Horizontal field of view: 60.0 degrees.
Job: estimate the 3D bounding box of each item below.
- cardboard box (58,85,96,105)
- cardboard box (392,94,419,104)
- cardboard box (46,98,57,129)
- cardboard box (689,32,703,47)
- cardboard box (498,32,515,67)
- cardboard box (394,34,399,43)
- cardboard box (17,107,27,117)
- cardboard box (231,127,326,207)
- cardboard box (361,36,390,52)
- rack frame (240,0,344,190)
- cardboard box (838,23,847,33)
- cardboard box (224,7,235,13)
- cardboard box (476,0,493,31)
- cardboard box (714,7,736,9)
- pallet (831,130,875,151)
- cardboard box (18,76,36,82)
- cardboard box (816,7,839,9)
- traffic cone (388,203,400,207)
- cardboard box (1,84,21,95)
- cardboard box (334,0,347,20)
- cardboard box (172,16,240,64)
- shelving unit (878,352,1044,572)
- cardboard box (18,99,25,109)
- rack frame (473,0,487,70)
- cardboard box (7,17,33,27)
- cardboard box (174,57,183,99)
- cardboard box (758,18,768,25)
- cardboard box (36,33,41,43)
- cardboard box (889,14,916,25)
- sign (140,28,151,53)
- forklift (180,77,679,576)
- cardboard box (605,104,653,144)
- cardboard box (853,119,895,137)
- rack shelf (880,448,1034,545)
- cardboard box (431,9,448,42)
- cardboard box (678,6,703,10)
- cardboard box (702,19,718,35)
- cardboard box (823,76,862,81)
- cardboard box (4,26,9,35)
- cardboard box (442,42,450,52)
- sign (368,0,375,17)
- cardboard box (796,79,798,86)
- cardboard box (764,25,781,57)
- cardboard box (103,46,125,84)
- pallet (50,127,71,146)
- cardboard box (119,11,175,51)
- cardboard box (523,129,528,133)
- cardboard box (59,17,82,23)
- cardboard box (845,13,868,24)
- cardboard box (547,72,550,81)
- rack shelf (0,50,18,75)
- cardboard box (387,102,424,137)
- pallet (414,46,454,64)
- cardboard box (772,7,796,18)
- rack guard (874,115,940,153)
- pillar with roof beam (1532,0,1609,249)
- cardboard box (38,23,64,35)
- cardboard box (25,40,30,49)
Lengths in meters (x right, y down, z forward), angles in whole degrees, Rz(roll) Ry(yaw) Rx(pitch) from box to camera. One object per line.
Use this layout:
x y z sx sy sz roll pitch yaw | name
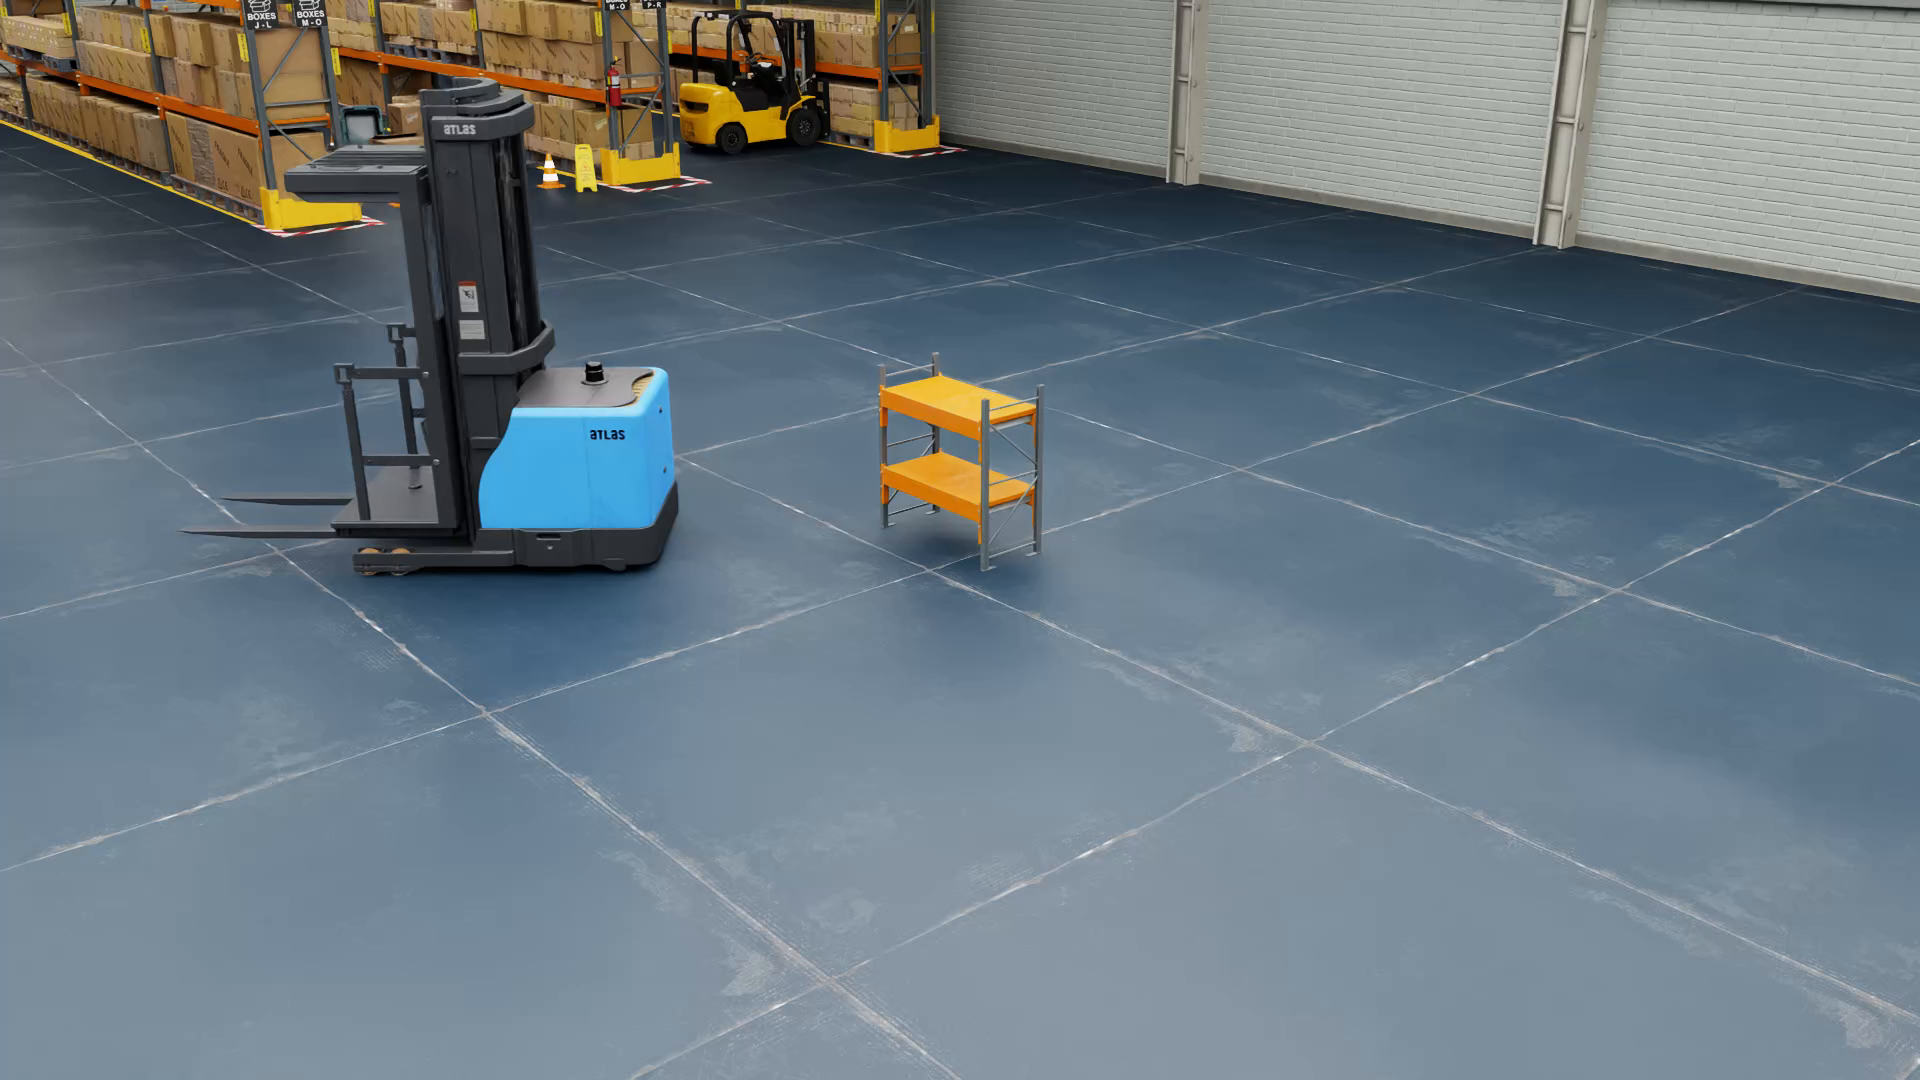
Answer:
-14.532 -7.340 27.434 0.500 0.250 0.500 -17 27 -37 | cardboard box
-9.504 -7.715 29.597 0.950 0.372 0.625 -20 29 -41 | cardboard box
-15.180 -7.278 28.304 0.500 0.500 0.500 -17 27 -37 | cardboard box
-4.656 -9.268 30.740 0.500 0.250 0.500 -17 27 -37 | cardboard box
-6.833 -7.661 25.885 0.500 0.500 0.500 -18 27 -38 | cardboard box
-9.635 -8.760 29.006 0.380 0.149 0.250 -20 29 -41 | cardboard box
-16.674 -7.696 29.853 0.380 0.149 0.250 -17 27 -37 | cardboard box
-8.820 -4.863 21.625 0.875 0.875 0.875 -17 27 -37 | cardboard box
-10.392 -8.910 29.825 0.500 0.250 0.500 -19 28 -39 | cardboard box
-8.327 -5.485 20.875 1.000 3.000 0.127 -17 27 -37 | rack frame
-1.789 -8.473 27.477 0.380 0.149 0.250 -18 27 -38 | cardboard box
-14.991 -10.958 34.710 0.500 0.500 0.500 -18 27 -38 | cardboard box
-7.131 -8.274 26.080 0.700 0.500 0.500 -18 28 -38 | cardboard box
-4.355 -9.841 30.970 0.380 0.149 0.250 -18 27 -38 | cardboard box
-1.416 -6.777 27.997 1.003 0.211 1.213 -17 27 -37 | pallet
-17.727 -8.754 31.738 0.380 0.149 0.250 -19 28 -39 | cardboard box
-2.247 -9.089 28.641 0.380 0.149 0.250 -18 28 -38 | cardboard box
-7.598 -4.789 22.576 0.336 0.463 0.334 -17 27 -37 | traffic cone
-17.311 -8.253 30.461 0.380 0.149 0.250 -19 28 -40 | cardboard box
-11.061 -9.773 30.315 0.500 0.500 0.500 -17 27 -37 | cardboard box
-10.028 -6.747 22.410 0.875 0.550 0.550 -17 27 -37 | cardboard box
-0.004 -0.526 10.784 0.538 1.125 1.048 -17 27 -37 | shelving unit
-16.606 -7.819 29.758 0.380 0.149 0.250 -17 27 -36 | cardboard box
-7.254 -7.797 26.777 1.000 3.000 0.127 -17 27 -37 | rack frame
-16.065 -8.862 28.451 0.380 0.149 0.250 -17 27 -36 | cardboard box
-10.312 -6.414 23.043 0.875 0.550 0.550 -17 27 -37 | cardboard box
-3.317 -9.106 29.093 0.380 0.149 0.250 -17 27 -36 | cardboard box
-14.889 -8.225 27.230 0.380 0.149 0.250 -18 27 -38 | cardboard box
-0.942 -8.505 27.151 0.380 0.149 0.250 -18 28 -38 | cardboard box
-11.343 -6.961 23.164 0.100 0.325 0.005 -17 27 -37 | sign
-3.421 -1.335 10.374 3.031 2.935 1.130 0 21 0 | forklift
-4.976 -6.251 24.997 0.500 0.500 0.500 -19 28 -39 | cardboard box
-1.431 -6.844 27.539 0.500 0.250 0.500 -17 27 -37 | cardboard box
-0.004 -0.298 10.873 0.538 0.278 1.000 -17 27 -37 | rack shelf
-8.386 -8.531 27.531 0.500 0.500 0.500 -16 27 -36 | cardboard box
-5.029 -9.872 31.049 0.380 0.149 0.250 -17 27 -37 | cardboard box
-4.351 -9.357 30.282 0.500 0.250 0.500 -18 28 -39 | cardboard box
-2.032 -7.854 28.747 0.500 0.250 0.500 -18 28 -38 | cardboard box
-16.251 -8.799 28.698 0.380 0.149 0.250 -17 27 -37 | cardboard box
-8.322 -8.161 27.476 0.380 0.149 0.250 -17 27 -37 | cardboard box
-10.283 -9.308 29.048 0.100 0.325 0.005 -17 27 -37 | sign
-2.758 -7.873 28.796 0.500 0.250 0.500 -16 27 -36 | cardboard box
-3.052 -8.701 28.949 0.500 0.500 0.500 -17 27 -37 | cardboard box
-12.474 -7.136 24.954 0.500 0.500 0.500 -18 28 -38 | cardboard box
-14.850 -6.950 28.439 1.003 0.211 1.213 -17 27 -37 | pallet
-11.933 -7.520 24.561 0.700 0.500 0.500 -17 27 -37 | cardboard box
-6.715 -6.689 26.114 0.500 0.500 0.500 -16 27 -35 | cardboard box
-15.078 -8.805 28.303 0.380 0.149 0.250 -19 28 -39 | cardboard box
-1.654 -8.537 27.232 0.380 0.149 0.250 -17 27 -36 | cardboard box
-6.032 -7.054 25.225 0.380 0.149 0.250 -17 27 -37 | cardboard box
-17.466 -9.018 30.882 1.077 0.370 4.000 -17 27 -37 | rack shelf
-8.583 -6.553 25.992 0.500 0.500 0.500 -17 27 -37 | cardboard box
-8.542 -8.275 28.262 1.003 0.211 1.213 -17 27 -37 | pallet
-3.010 -9.093 28.652 0.380 0.149 0.250 -17 27 -36 | cardboard box
-0.869 -6.704 27.414 1.175 0.500 0.348 -17 27 -37 | rack guard
3.915 -6.734 15.838 9.100 9.000 0.400 -17 27 -37 | pillar with roof beam
-14.727 -8.292 26.996 0.380 0.149 0.250 -16 27 -36 | cardboard box
-15.395 -8.301 27.834 0.380 0.149 0.250 -18 28 -38 | cardboard box
